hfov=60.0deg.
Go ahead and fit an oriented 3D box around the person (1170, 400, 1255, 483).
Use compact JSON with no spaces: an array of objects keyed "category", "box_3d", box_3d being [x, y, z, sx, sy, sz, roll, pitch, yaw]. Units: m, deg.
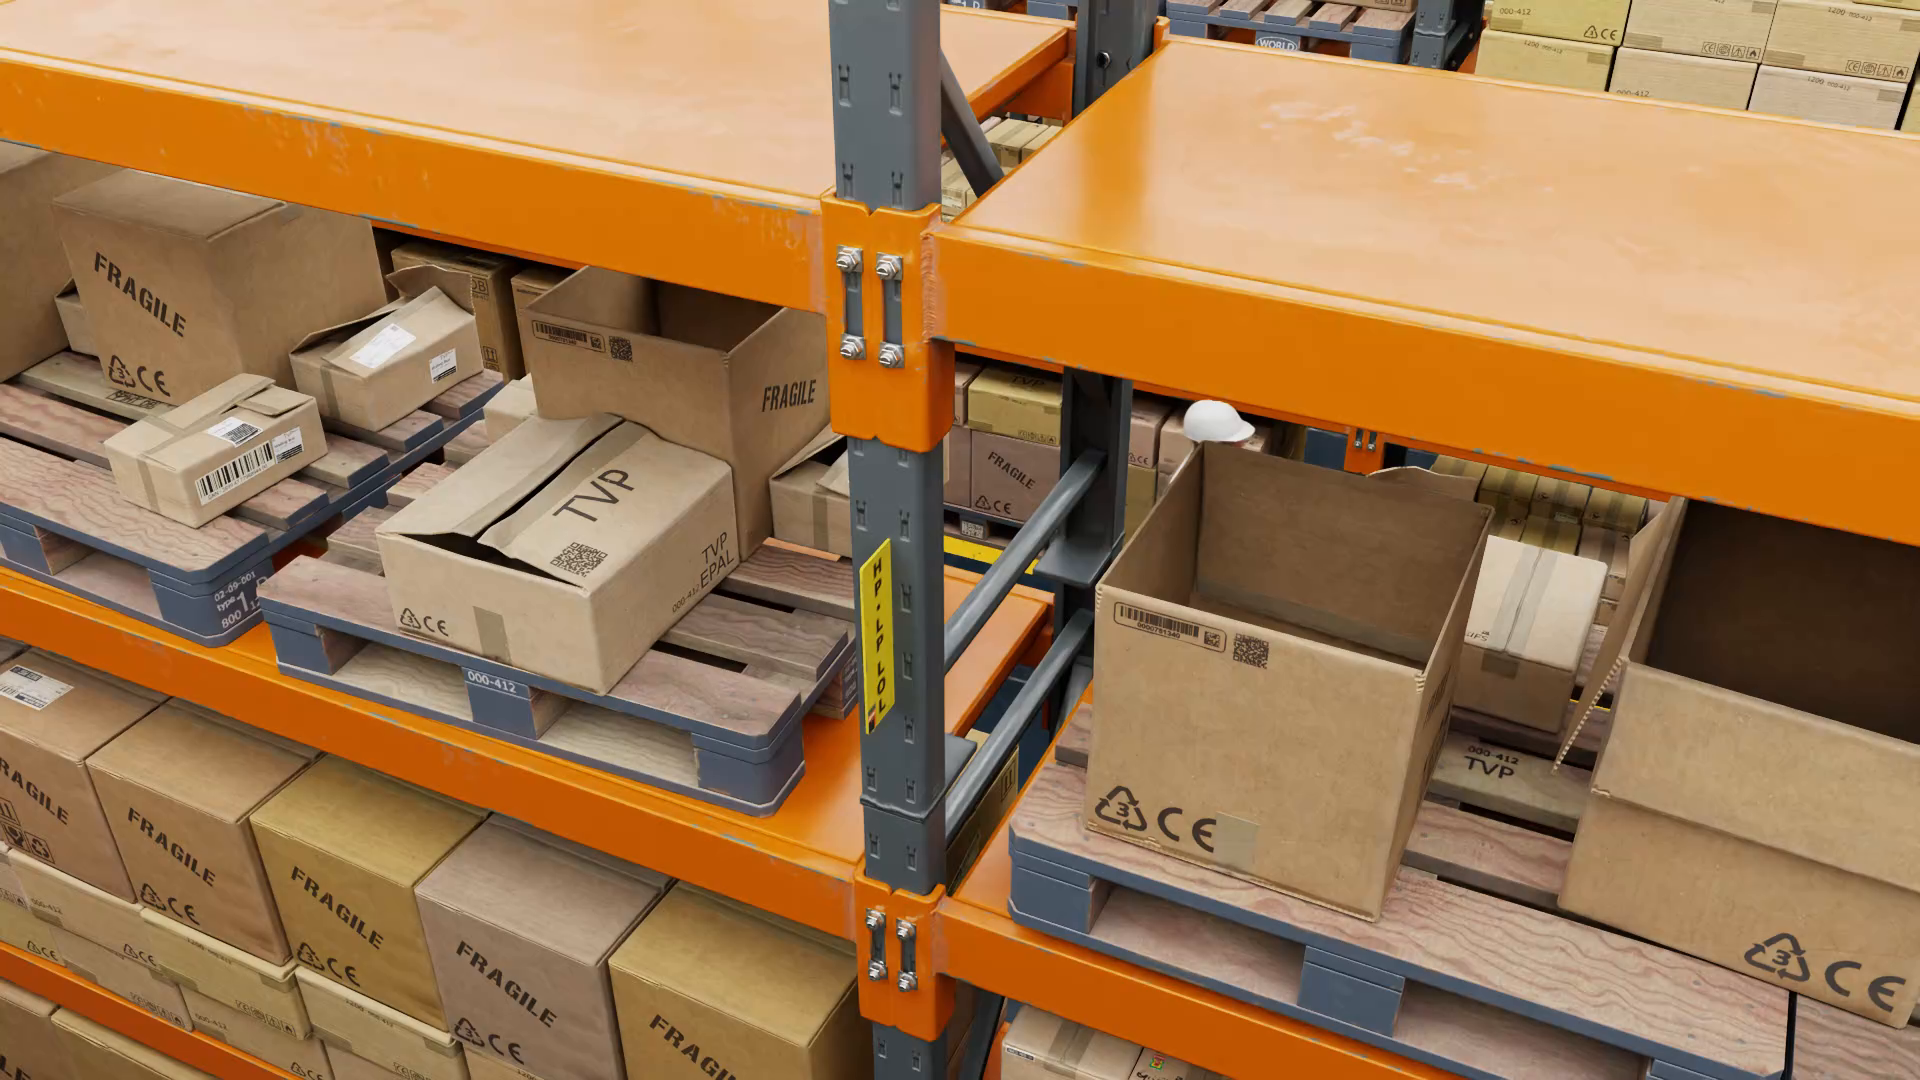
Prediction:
[{"category":"person","box_3d":[1.078,0.172,7.196,0.735,1.746,0.588,15,36,22]}]
